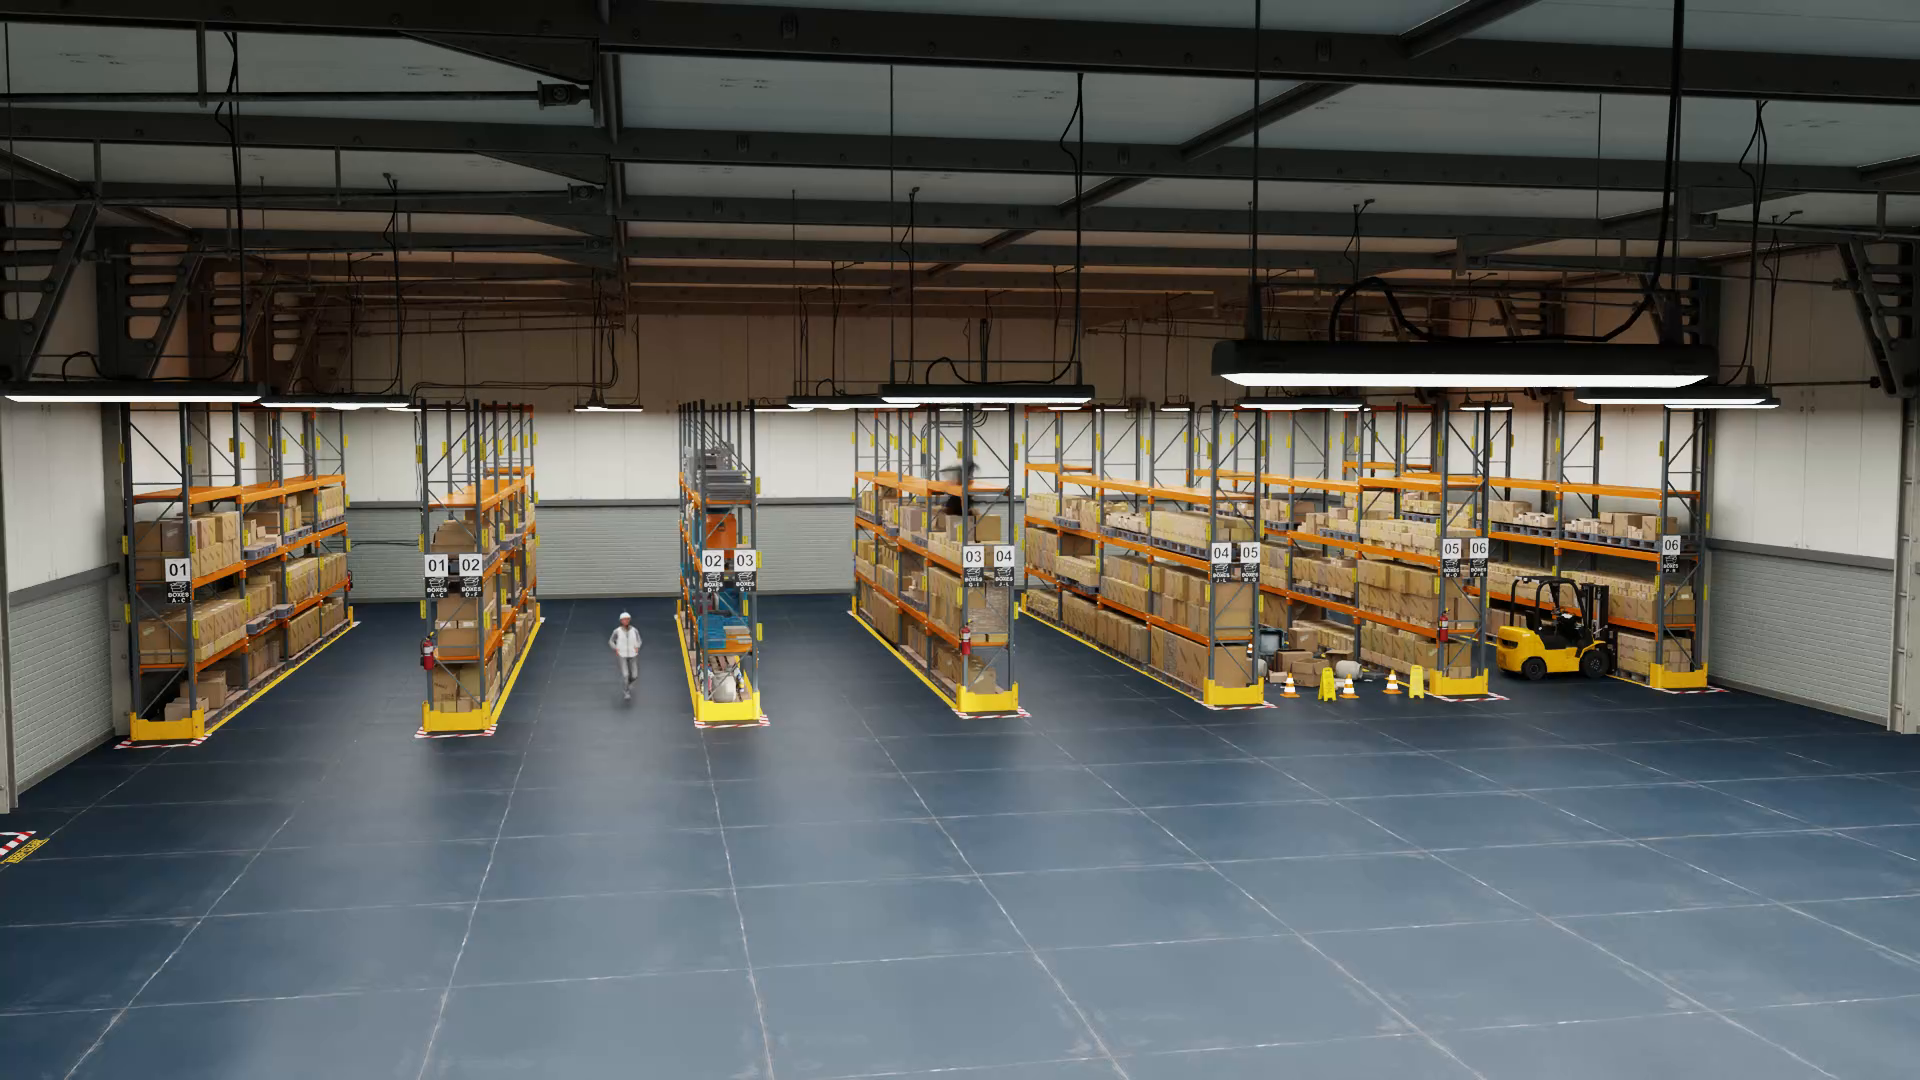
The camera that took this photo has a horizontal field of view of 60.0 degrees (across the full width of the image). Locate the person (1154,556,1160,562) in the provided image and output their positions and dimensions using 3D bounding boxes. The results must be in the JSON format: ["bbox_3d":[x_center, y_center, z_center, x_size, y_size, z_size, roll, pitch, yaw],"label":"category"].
[{"bbox_3d":[6.048,1.078,50.793,0.769,1.659,0.619,0,4,0],"label":"person"}]

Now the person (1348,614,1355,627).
[{"bbox_3d":[10.455,1.480,44.619,0.677,1.786,0.720,-2,5,-25],"label":"person"}]

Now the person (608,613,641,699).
[{"bbox_3d":[-6.755,2.327,33.595,0.661,1.724,0.647,-2,5,-23],"label":"person"}]

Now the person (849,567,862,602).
[{"bbox_3d":[-2.980,1.226,49.006,0.689,1.602,0.596,1,4,8],"label":"person"}]
